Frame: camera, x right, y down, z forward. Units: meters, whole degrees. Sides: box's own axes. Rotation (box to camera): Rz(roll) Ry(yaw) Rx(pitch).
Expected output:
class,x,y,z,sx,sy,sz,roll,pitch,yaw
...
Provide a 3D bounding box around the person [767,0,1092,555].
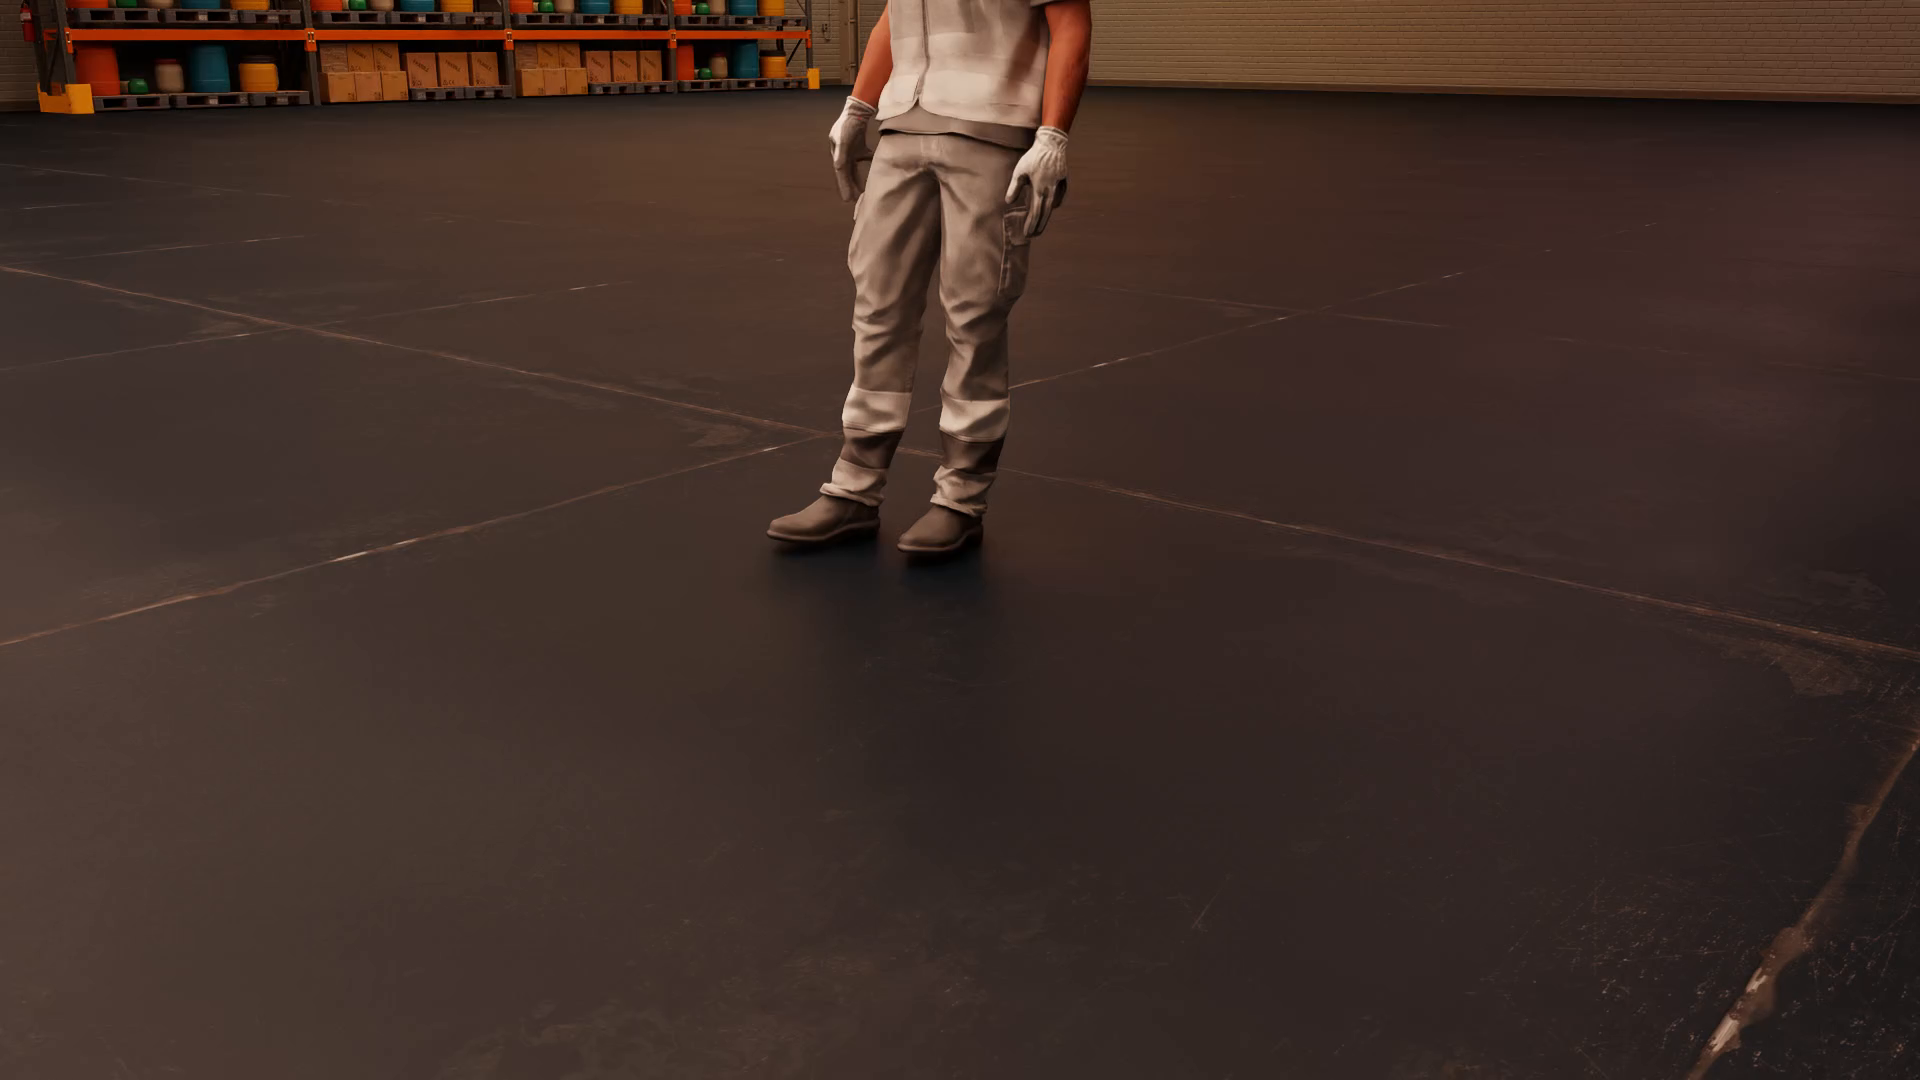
class,x,y,z,sx,sy,sz,roll,pitch,yaw
person,-0.061,-0.847,3.628,0.637,1.790,0.562,13,21,37
